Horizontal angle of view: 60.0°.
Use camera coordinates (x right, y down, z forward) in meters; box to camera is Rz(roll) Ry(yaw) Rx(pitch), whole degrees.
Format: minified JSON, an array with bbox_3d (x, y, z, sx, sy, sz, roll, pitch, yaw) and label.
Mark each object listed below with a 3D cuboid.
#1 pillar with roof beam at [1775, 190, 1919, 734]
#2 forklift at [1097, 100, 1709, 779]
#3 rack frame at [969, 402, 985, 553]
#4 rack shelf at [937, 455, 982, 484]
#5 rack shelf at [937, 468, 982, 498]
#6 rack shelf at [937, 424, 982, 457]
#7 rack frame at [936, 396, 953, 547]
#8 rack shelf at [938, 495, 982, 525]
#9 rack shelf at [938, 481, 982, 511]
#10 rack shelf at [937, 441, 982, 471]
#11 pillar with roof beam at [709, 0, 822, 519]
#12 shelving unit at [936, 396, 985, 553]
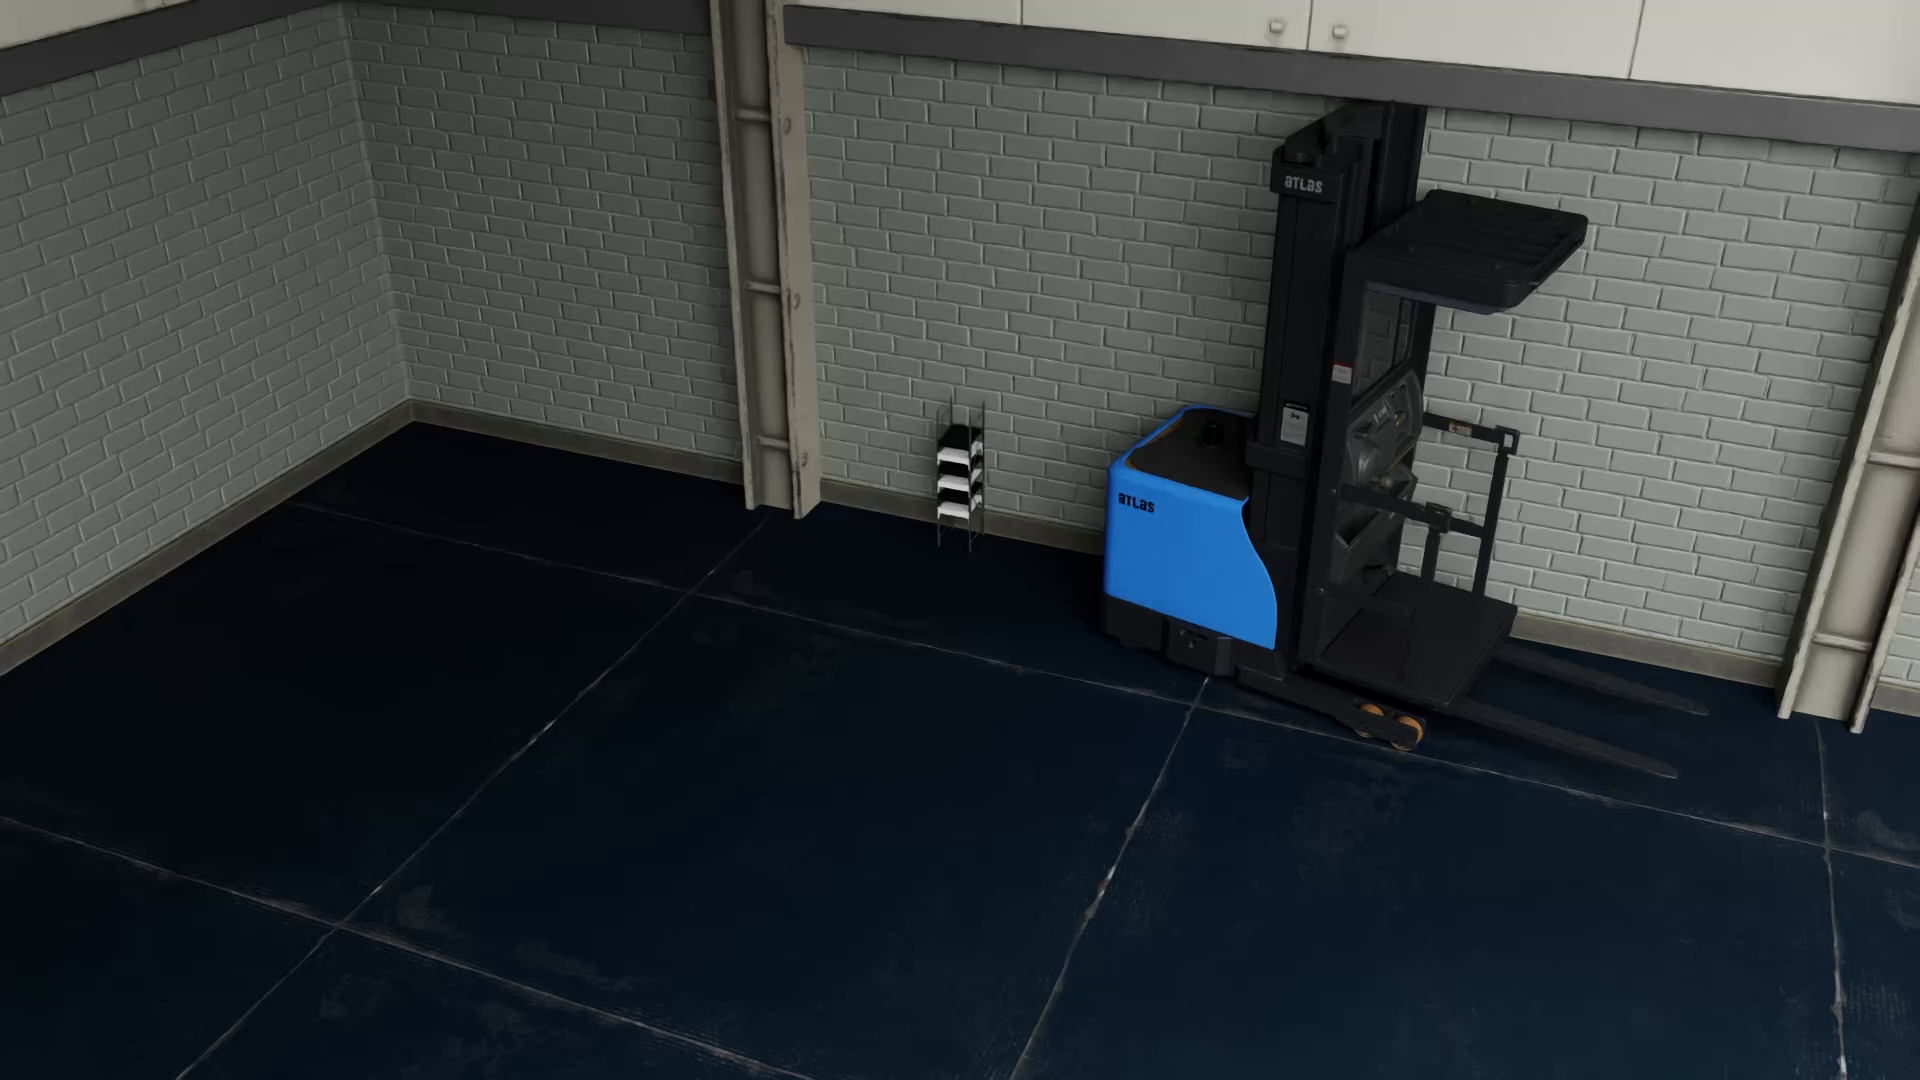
[{"bbox_3d":[2.823,-1.079,2.925,0.400,9.000,9.100,11,31,19],"label":"pillar with roof beam"},{"bbox_3d":[2.267,-0.524,8.110,3.031,2.935,1.130,18,34,29],"label":"forklift"},{"bbox_3d":[0.100,-0.367,9.896,0.006,0.900,0.240,11,31,19],"label":"rack frame"},{"bbox_3d":[0.005,-0.435,9.900,0.200,0.077,0.258,11,31,19],"label":"rack shelf"},{"bbox_3d":[0.005,-0.357,9.945,0.200,0.077,0.258,11,31,19],"label":"rack shelf"},{"bbox_3d":[0.005,-0.591,9.811,0.200,0.077,0.258,11,31,19],"label":"rack shelf"},{"bbox_3d":[-0.090,-0.404,9.961,0.006,0.900,0.240,11,31,19],"label":"rack frame"},{"bbox_3d":[0.005,-0.200,10.034,0.200,0.077,0.258,11,31,19],"label":"rack shelf"},{"bbox_3d":[0.005,-0.279,9.989,0.200,0.077,0.258,11,31,19],"label":"rack shelf"},{"bbox_3d":[0.005,-0.513,9.856,0.200,0.077,0.258,11,31,19],"label":"rack shelf"},{"bbox_3d":[-2.737,-2.189,4.889,0.400,9.000,9.100,11,31,19],"label":"pillar with roof beam"},{"bbox_3d":[0.005,-0.386,9.928,0.210,0.900,0.258,11,31,19],"label":"shelving unit"}]
